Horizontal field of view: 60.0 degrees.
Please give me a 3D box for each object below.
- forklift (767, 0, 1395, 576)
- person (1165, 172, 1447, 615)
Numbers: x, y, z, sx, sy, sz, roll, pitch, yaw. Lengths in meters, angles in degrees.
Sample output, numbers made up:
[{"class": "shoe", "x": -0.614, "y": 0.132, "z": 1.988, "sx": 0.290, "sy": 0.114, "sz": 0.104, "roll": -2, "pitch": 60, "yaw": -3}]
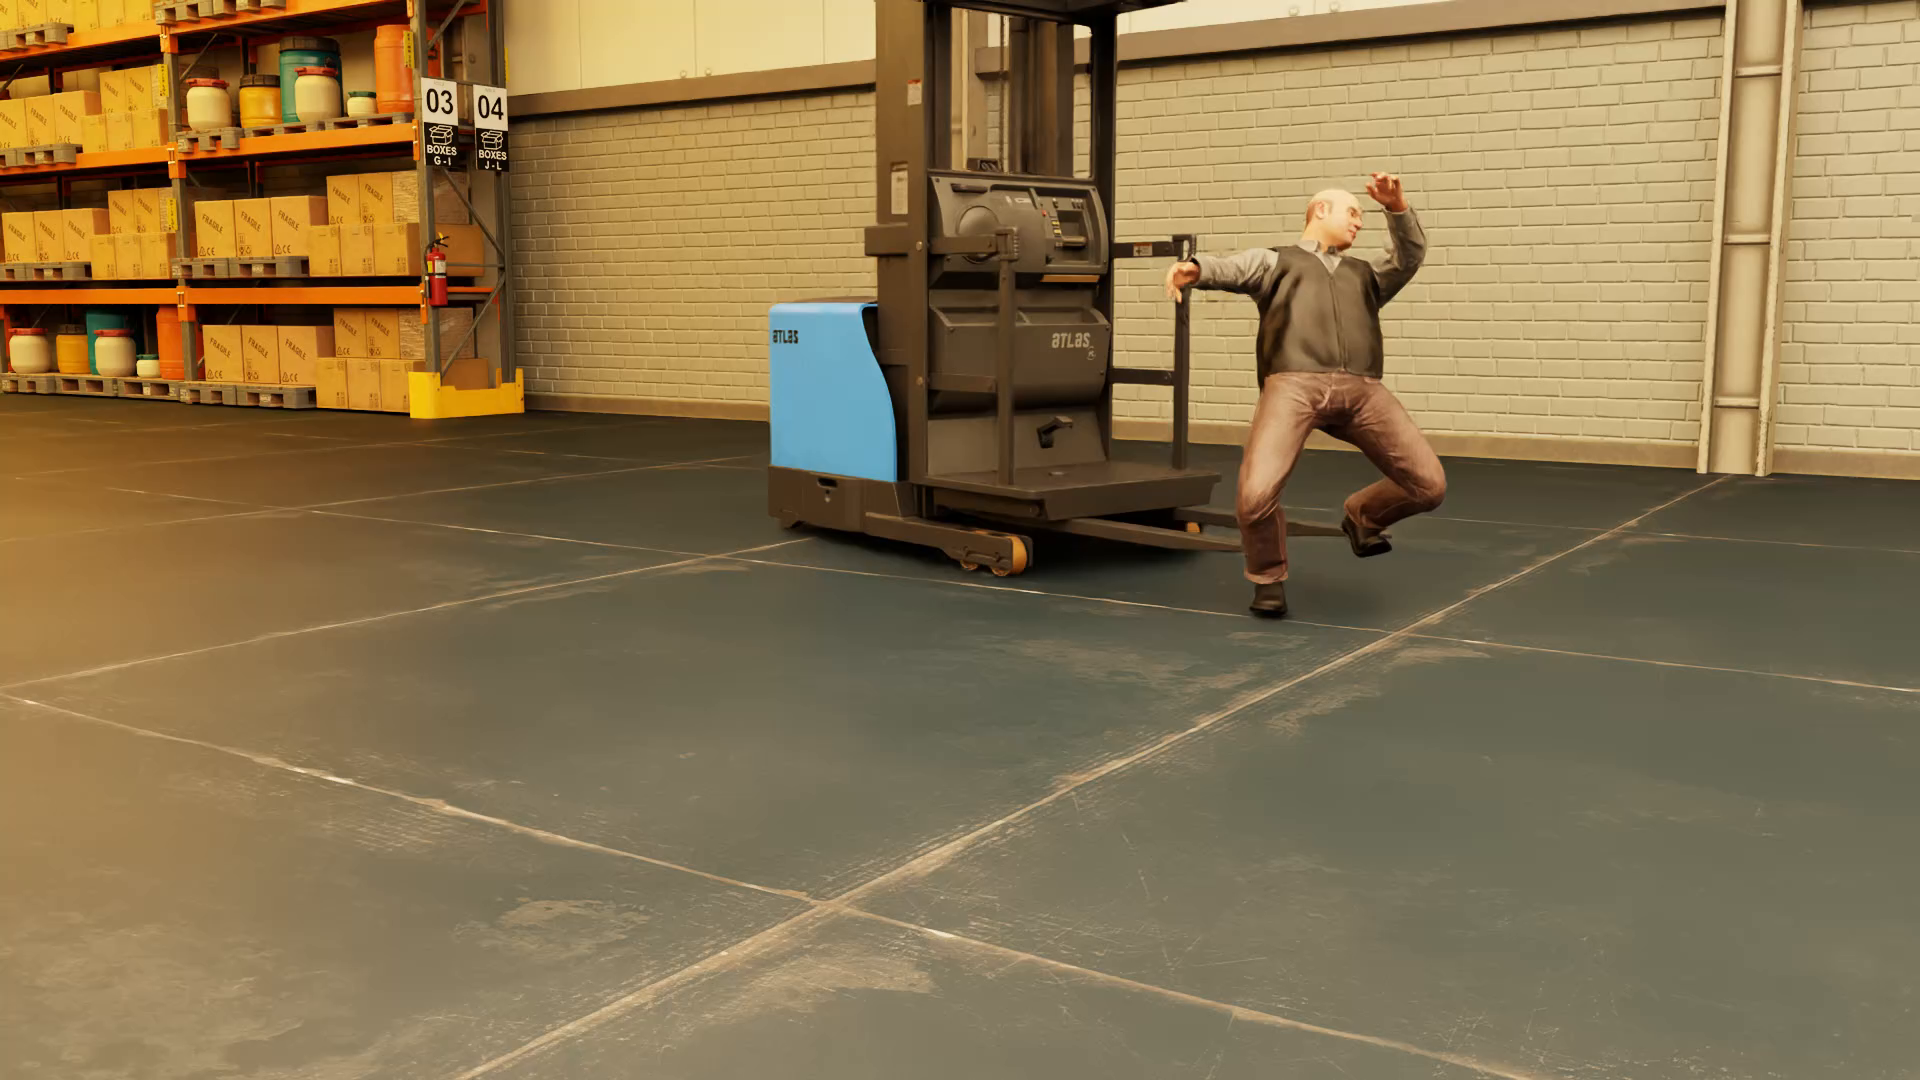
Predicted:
[{"class": "forklift", "x": 0.399, "y": -1.385, "z": 6.932, "sx": 1.130, "sy": 2.935, "sz": 3.031, "roll": -7, "pitch": 10, "yaw": -39}, {"class": "person", "x": 1.127, "y": -0.488, "z": 5.696, "sx": 1.039, "sy": 1.472, "sz": 0.710, "roll": -2, "pitch": 8, "yaw": -16}]
